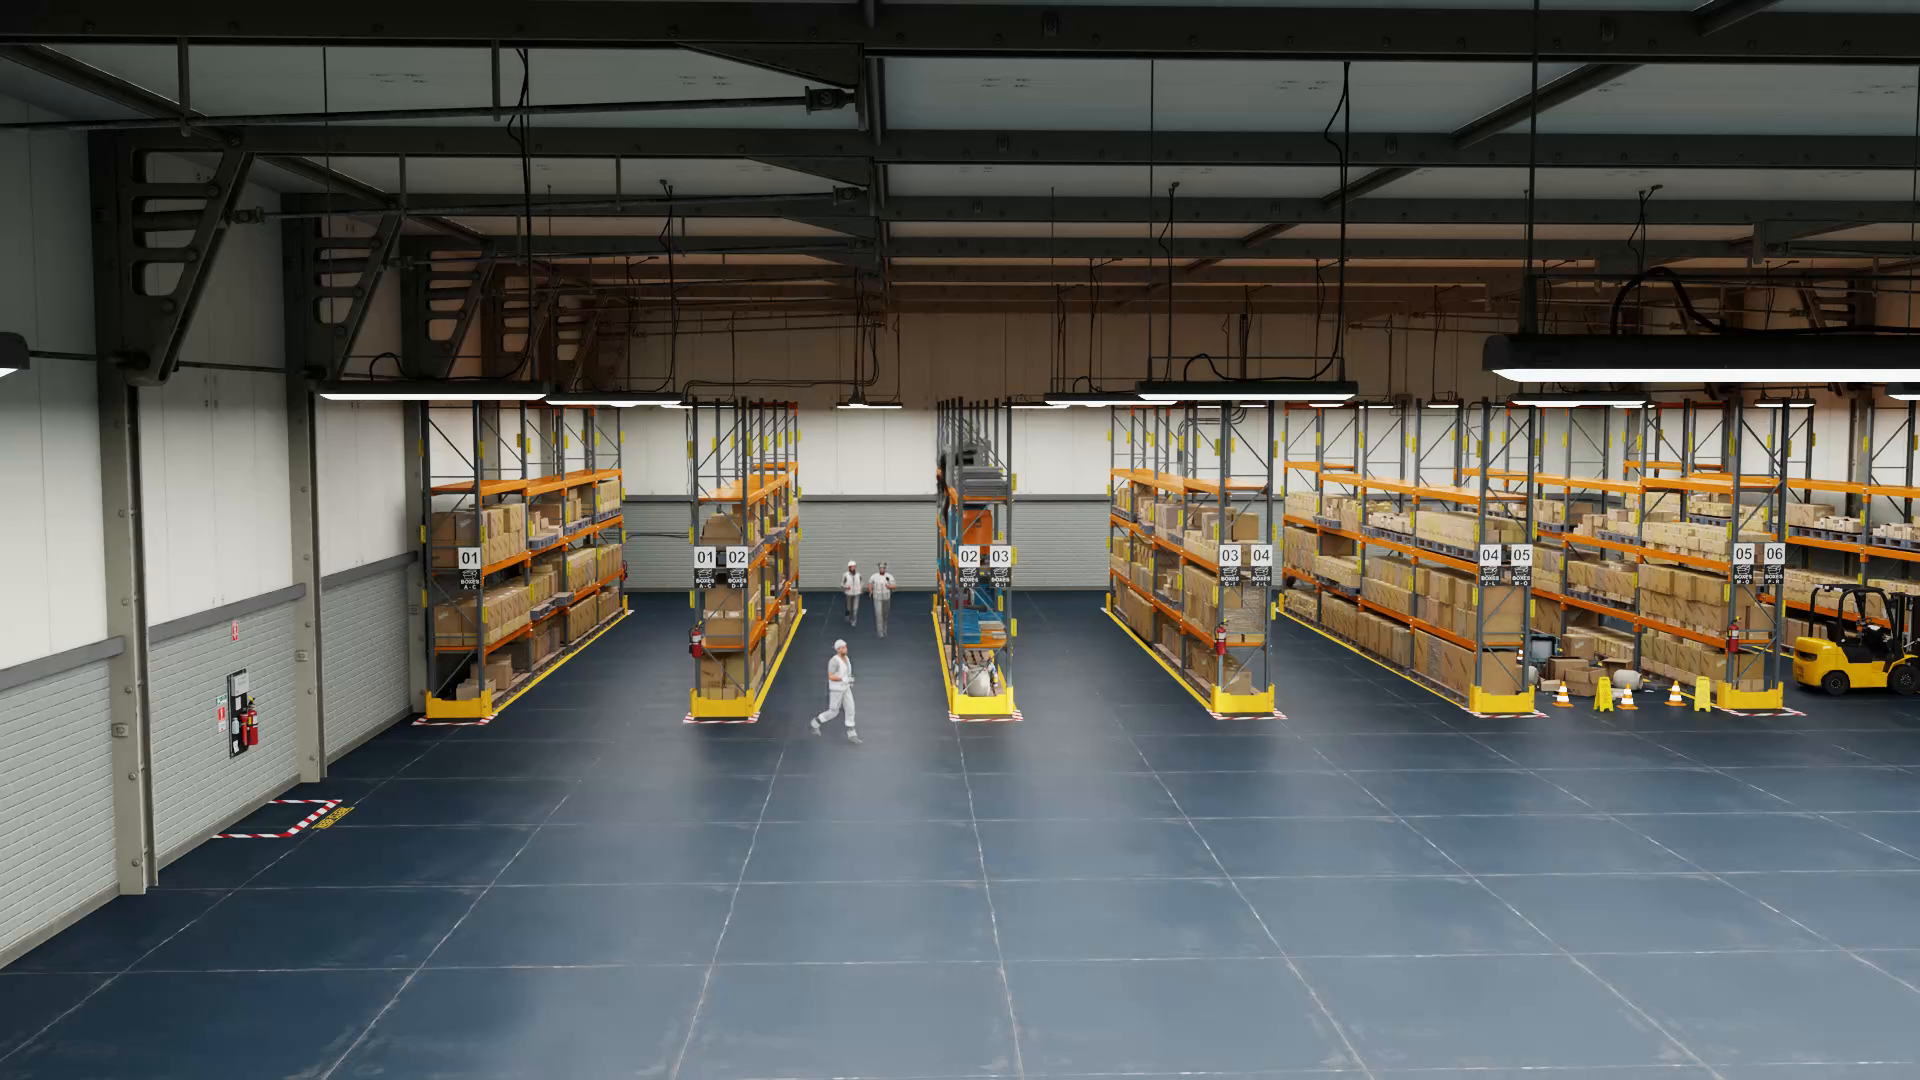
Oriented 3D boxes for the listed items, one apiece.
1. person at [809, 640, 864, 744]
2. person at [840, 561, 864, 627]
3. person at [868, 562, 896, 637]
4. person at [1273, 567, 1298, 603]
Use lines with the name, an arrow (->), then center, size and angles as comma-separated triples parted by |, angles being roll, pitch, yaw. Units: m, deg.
person -> -2.116, 2.609, 28.751 | 0.991, 1.794, 0.669 | 2, 5, 28
person -> -2.871, 1.432, 44.320 | 0.660, 1.738, 0.728 | -1, 5, -15
person -> -1.881, 1.440, 40.251 | 0.662, 1.822, 0.925 | -1, 4, -9
person -> 9.667, 1.063, 49.113 | 0.973, 1.713, 0.769 | 3, 5, 31
